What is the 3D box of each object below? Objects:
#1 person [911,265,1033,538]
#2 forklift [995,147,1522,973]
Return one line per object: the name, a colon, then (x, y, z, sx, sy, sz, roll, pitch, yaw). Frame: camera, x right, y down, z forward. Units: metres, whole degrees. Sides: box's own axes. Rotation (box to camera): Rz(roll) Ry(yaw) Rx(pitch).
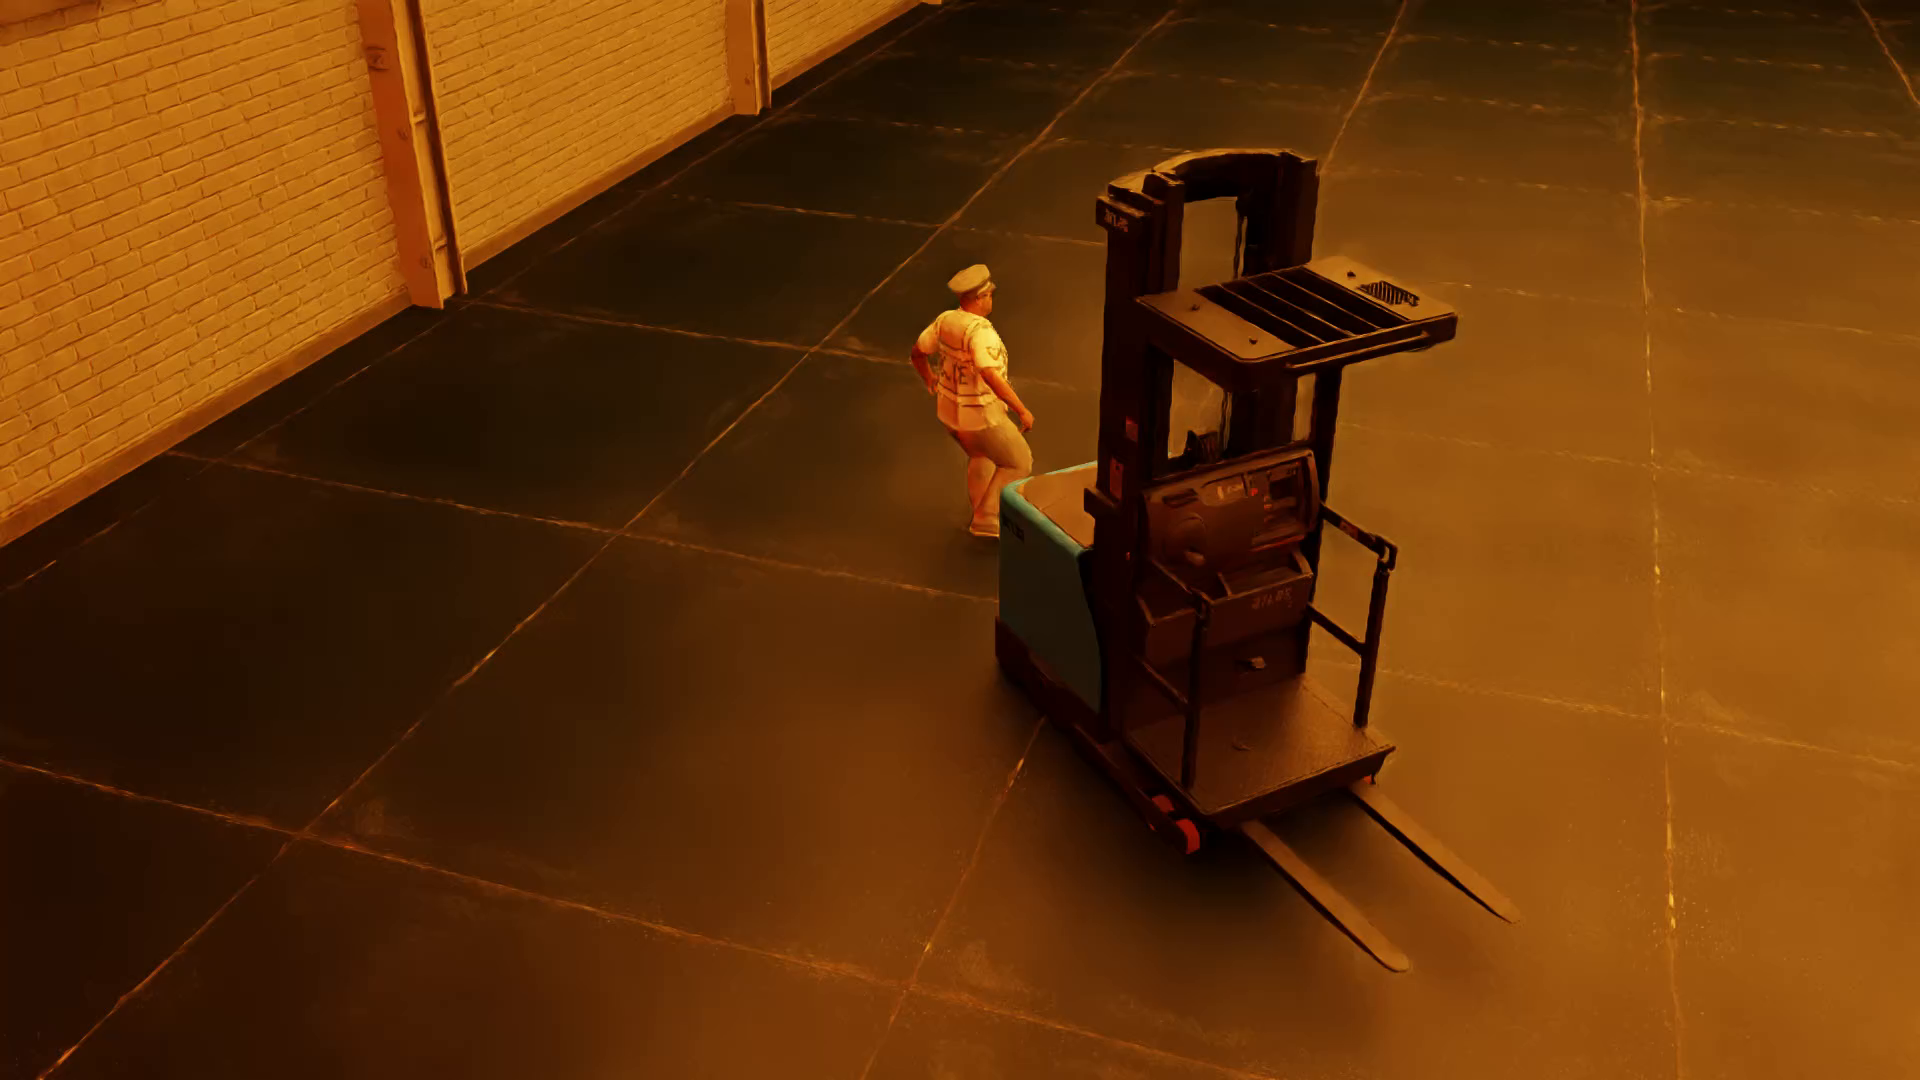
person: (0.150, -0.779, 9.781, 0.620, 1.731, 0.913, -17, 34, -27)
forklift: (1.327, -0.095, 7.303, 1.130, 2.935, 3.031, -15, 33, -24)
